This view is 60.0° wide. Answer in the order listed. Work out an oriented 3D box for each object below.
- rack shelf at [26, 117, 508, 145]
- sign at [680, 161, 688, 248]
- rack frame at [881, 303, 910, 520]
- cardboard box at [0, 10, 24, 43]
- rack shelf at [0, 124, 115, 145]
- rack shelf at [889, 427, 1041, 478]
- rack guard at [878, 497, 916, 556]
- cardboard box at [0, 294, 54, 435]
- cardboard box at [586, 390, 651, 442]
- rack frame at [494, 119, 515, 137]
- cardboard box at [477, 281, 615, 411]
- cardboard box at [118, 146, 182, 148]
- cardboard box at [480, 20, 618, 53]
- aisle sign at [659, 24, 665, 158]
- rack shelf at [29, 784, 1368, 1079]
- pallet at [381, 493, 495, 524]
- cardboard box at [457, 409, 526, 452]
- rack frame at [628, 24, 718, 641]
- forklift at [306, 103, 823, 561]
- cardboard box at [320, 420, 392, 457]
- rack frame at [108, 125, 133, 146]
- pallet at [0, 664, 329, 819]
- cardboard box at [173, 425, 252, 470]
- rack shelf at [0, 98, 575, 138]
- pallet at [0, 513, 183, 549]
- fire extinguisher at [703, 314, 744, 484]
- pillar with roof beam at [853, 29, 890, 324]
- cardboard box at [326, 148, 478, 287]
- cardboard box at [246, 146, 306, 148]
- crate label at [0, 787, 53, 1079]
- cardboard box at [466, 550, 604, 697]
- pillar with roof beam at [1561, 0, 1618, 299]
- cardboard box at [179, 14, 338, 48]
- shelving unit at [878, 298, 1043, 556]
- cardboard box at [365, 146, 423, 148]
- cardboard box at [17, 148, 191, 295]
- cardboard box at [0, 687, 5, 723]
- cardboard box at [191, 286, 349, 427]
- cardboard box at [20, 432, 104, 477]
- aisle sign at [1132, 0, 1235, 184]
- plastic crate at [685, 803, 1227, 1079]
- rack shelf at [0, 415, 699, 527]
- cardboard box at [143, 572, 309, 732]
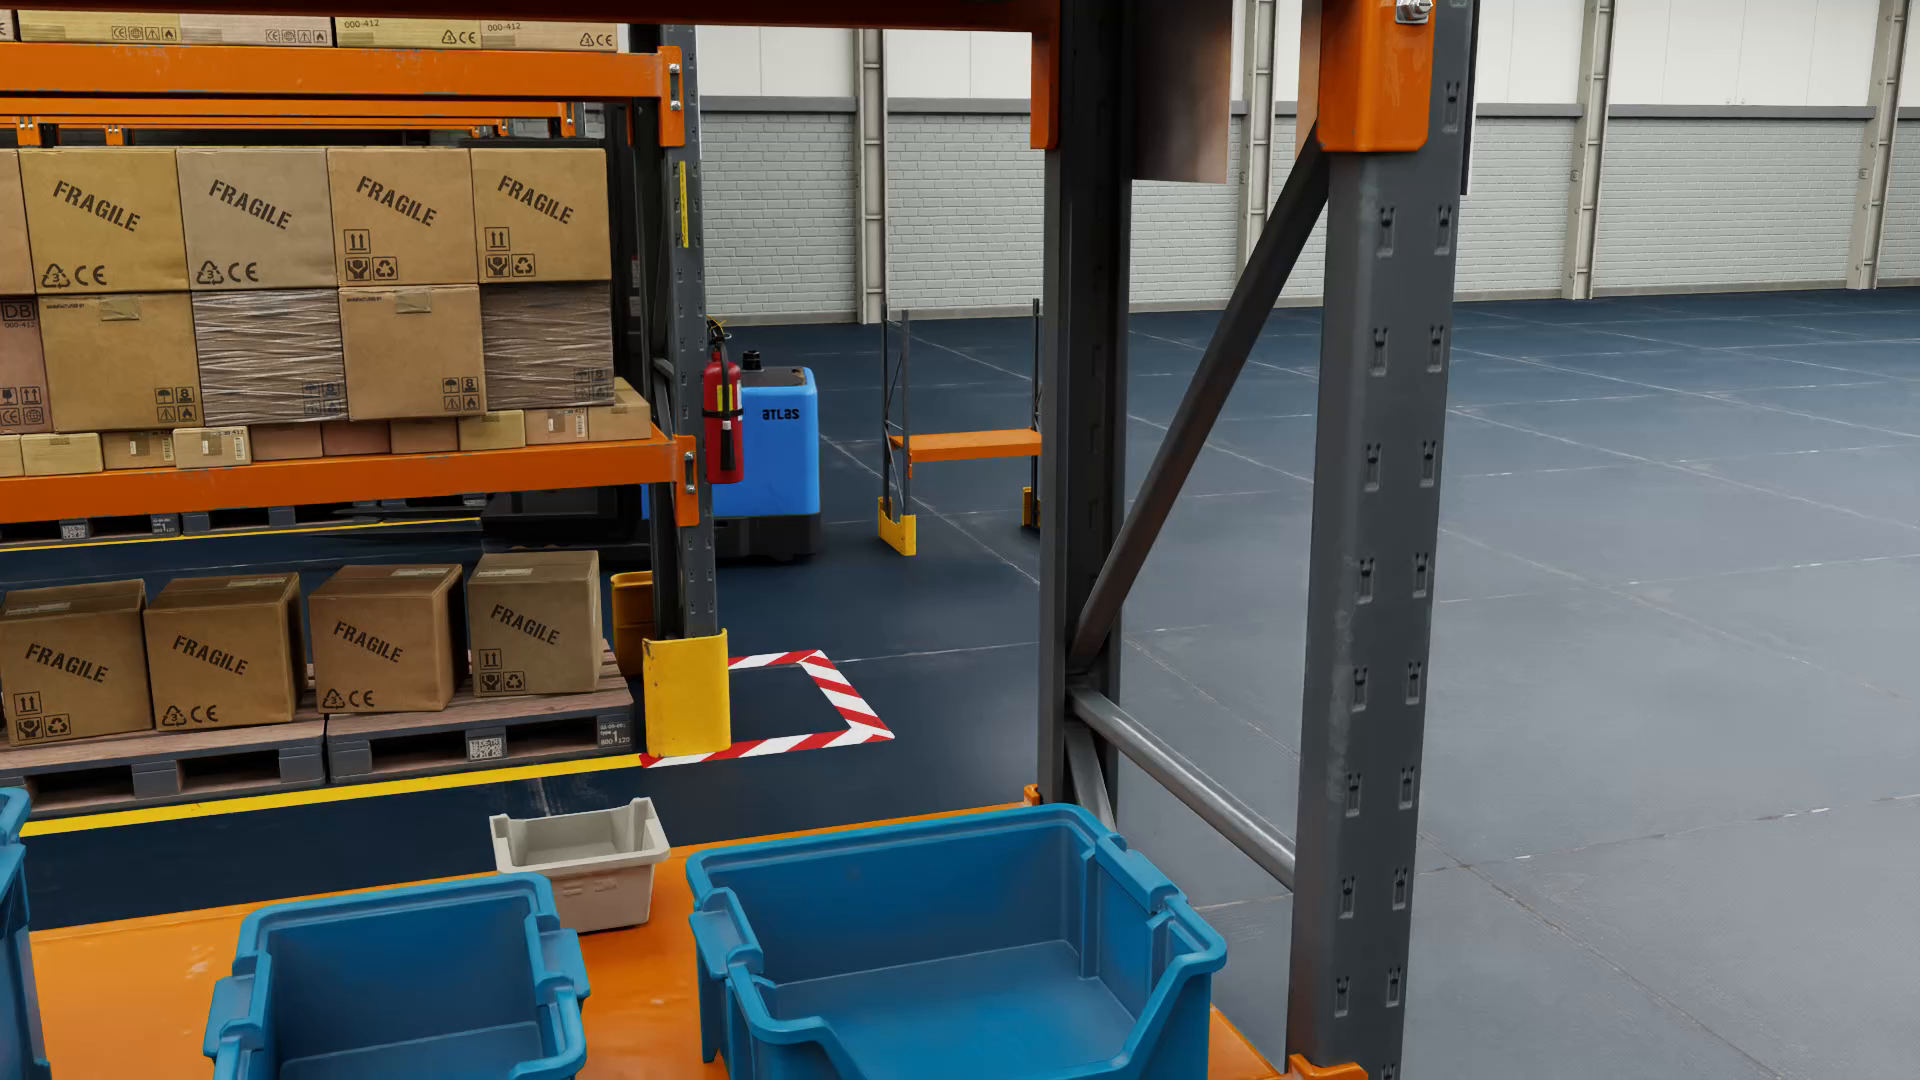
[{"bbox_3d":[-6.280,-3.837,15.363,4.000,0.370,1.077,-4,14,-18],"label":"rack shelf"},{"bbox_3d":[-1.066,-1.295,6.422,0.005,0.325,0.100,-4,14,-18],"label":"sign"},{"bbox_3d":[-0.401,-0.698,10.338,0.032,1.500,0.500,-4,14,-18],"label":"rack frame"},{"bbox_3d":[-3.533,-1.844,5.756,0.500,0.250,0.500,-5,14,-20],"label":"cardboard box"},{"bbox_3d":[-11.658,-4.630,18.698,4.000,0.370,1.077,-4,14,-18],"label":"rack shelf"},{"bbox_3d":[0.081,-0.561,10.537,1.000,0.185,0.538,-4,14,-18],"label":"rack shelf"},{"bbox_3d":[-0.400,-0.090,10.483,0.087,0.250,0.587,-4,14,-18],"label":"rack guard"},{"bbox_3d":[-3.642,-0.708,6.276,0.500,0.500,0.875,-4,14,-18],"label":"cardboard box"},{"bbox_3d":[-1.428,-0.513,6.861,0.250,0.149,0.380,-4,14,-18],"label":"cardboard box"},{"bbox_3d":[-4.385,-2.875,16.248,0.127,3.000,1.000,-4,14,-18],"label":"rack frame"},{"bbox_3d":[-1.754,-0.860,6.919,0.500,0.500,0.875,-4,14,-18],"label":"cardboard box"},{"bbox_3d":[-7.199,-3.277,14.920,0.500,0.500,0.700,-4,14,-18],"label":"cardboard box"},{"bbox_3d":[-1.600,-1.997,6.397,0.500,0.250,0.500,-4,14,-17],"label":"cardboard box"},{"bbox_3d":[-1.261,-2.037,7.105,0.004,0.787,0.394,-4,14,-18],"label":"aisle sign"},{"bbox_3d":[-1.540,0.882,2.006,4.000,0.370,1.077,-4,14,-18],"label":"rack shelf"},{"bbox_3d":[-3.443,-0.364,11.717,1.213,0.211,1.003,-4,14,-18],"label":"pallet"},{"bbox_3d":[-1.886,-0.465,6.659,0.250,0.149,0.380,-4,14,-18],"label":"cardboard box"},{"bbox_3d":[-1.224,-0.702,7.110,0.127,3.000,1.000,-4,14,-18],"label":"rack frame"},{"bbox_3d":[-2.388,-1.355,10.004,3.031,2.935,1.130,-2,13,-7],"label":"forklift"},{"bbox_3d":[-2.378,-0.441,6.556,0.250,0.149,0.380,-4,14,-18],"label":"cardboard box"},{"bbox_3d":[-9.763,-3.668,19.582,0.127,3.000,1.000,-4,14,-18],"label":"rack frame"},{"bbox_3d":[-3.232,0.802,6.815,1.213,0.211,1.003,-4,14,-18],"label":"pallet"},{"bbox_3d":[-2.817,-0.379,6.298,0.250,0.149,0.380,-4,14,-18],"label":"cardboard box"},{"bbox_3d":[-4.606,-2.759,10.831,4.000,0.370,1.077,-4,14,-18],"label":"rack shelf"},{"bbox_3d":[-5.756,-0.184,10.960,1.213,0.211,1.003,-4,14,-18],"label":"pallet"},{"bbox_3d":[-0.969,-0.571,6.730,0.183,0.674,0.296,-4,14,-18],"label":"fire extinguisher"},{"bbox_3d":[0.141,-6.527,18.636,0.400,9.000,9.100,-4,14,-18],"label":"pillar with roof beam"},{"bbox_3d":[-2.139,-1.248,6.390,0.500,0.500,0.500,-4,14,-18],"label":"cardboard box"},{"bbox_3d":[-6.249,-3.367,15.296,0.500,0.500,0.700,-5,14,-18],"label":"cardboard box"},{"bbox_3d":[-1.303,0.563,1.719,0.616,0.435,0.502,-4,14,-18],"label":"crate label"},{"bbox_3d":[-1.821,0.353,7.173,0.500,0.500,0.500,-2,14,-8],"label":"cardboard box"},{"bbox_3d":[11.514,-7.413,22.360,0.400,9.000,9.100,-4,14,-18],"label":"pillar with roof beam"},{"bbox_3d":[-2.561,-1.923,6.088,0.500,0.250,0.500,-4,14,-17],"label":"cardboard box"},{"bbox_3d":[0.072,-0.735,10.493,1.083,1.500,0.587,-4,14,-18],"label":"shelving unit"},{"bbox_3d":[-5.281,-3.434,15.576,0.500,0.500,0.700,-4,14,-18],"label":"cardboard box"},{"bbox_3d":[-3.090,-1.177,6.089,0.500,0.500,0.500,-4,14,-18],"label":"cardboard box"},{"bbox_3d":[-4.083,0.541,6.382,0.500,0.500,0.500,0,13,0],"label":"cardboard box"},{"bbox_3d":[-2.678,-0.770,6.538,0.500,0.500,0.875,-4,14,-18],"label":"cardboard box"},{"bbox_3d":[-3.298,-0.348,6.165,0.250,0.149,0.380,-4,14,-18],"label":"cardboard box"},{"bbox_3d":[0.330,-0.950,2.535,0.004,0.787,0.394,-4,14,-18],"label":"aisle sign"},{"bbox_3d":[-0.023,0.560,2.129,0.616,0.251,0.499,-4,14,-18],"label":"plastic crate"},{"bbox_3d":[-3.120,-0.204,6.573,4.000,0.370,1.077,-4,14,-18],"label":"rack shelf"},{"bbox_3d":[-2.976,0.446,6.779,0.500,0.500,0.500,-3,14,-13],"label":"cardboard box"}]
